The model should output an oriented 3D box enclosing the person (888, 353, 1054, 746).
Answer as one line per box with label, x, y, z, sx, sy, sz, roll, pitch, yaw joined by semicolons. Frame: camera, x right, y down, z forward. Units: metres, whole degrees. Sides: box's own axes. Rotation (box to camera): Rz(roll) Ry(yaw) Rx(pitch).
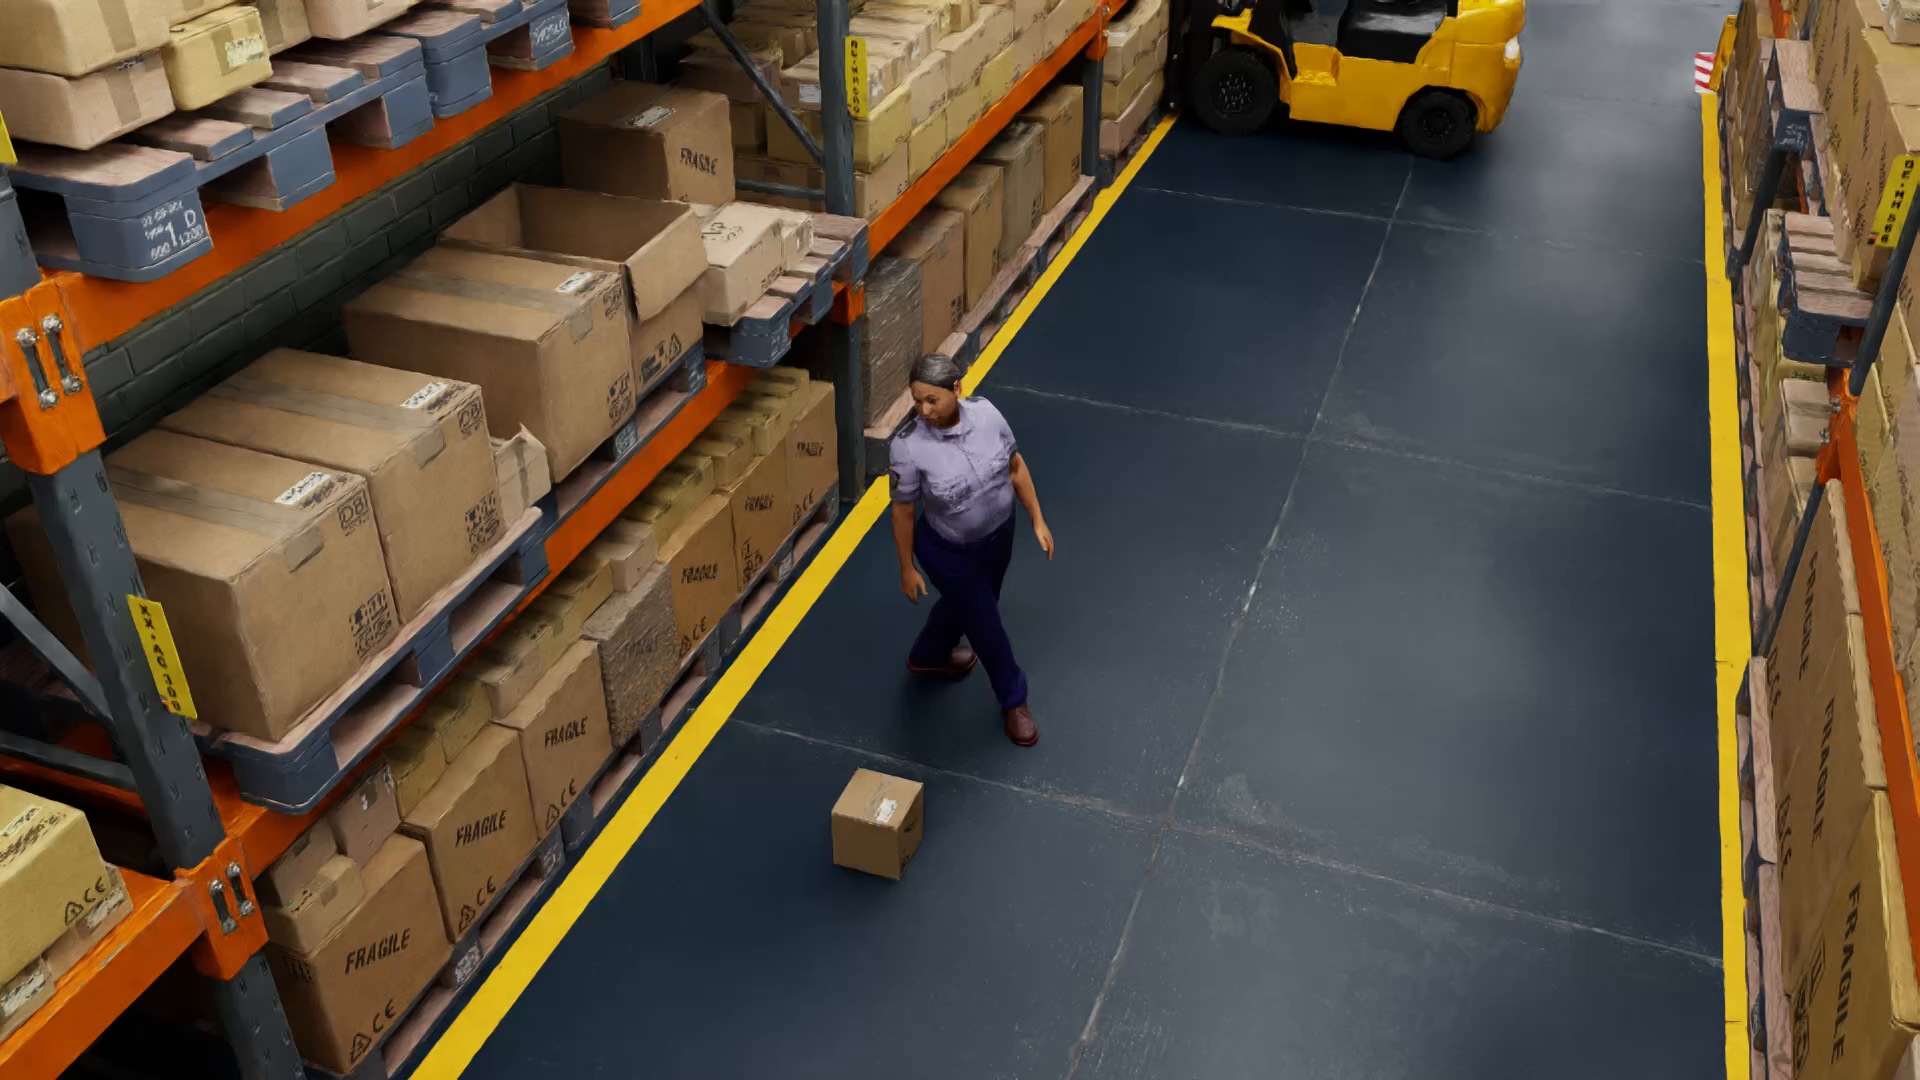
person;0.019;0.027;6.163;0.663;1.604;0.528;26;41;33
